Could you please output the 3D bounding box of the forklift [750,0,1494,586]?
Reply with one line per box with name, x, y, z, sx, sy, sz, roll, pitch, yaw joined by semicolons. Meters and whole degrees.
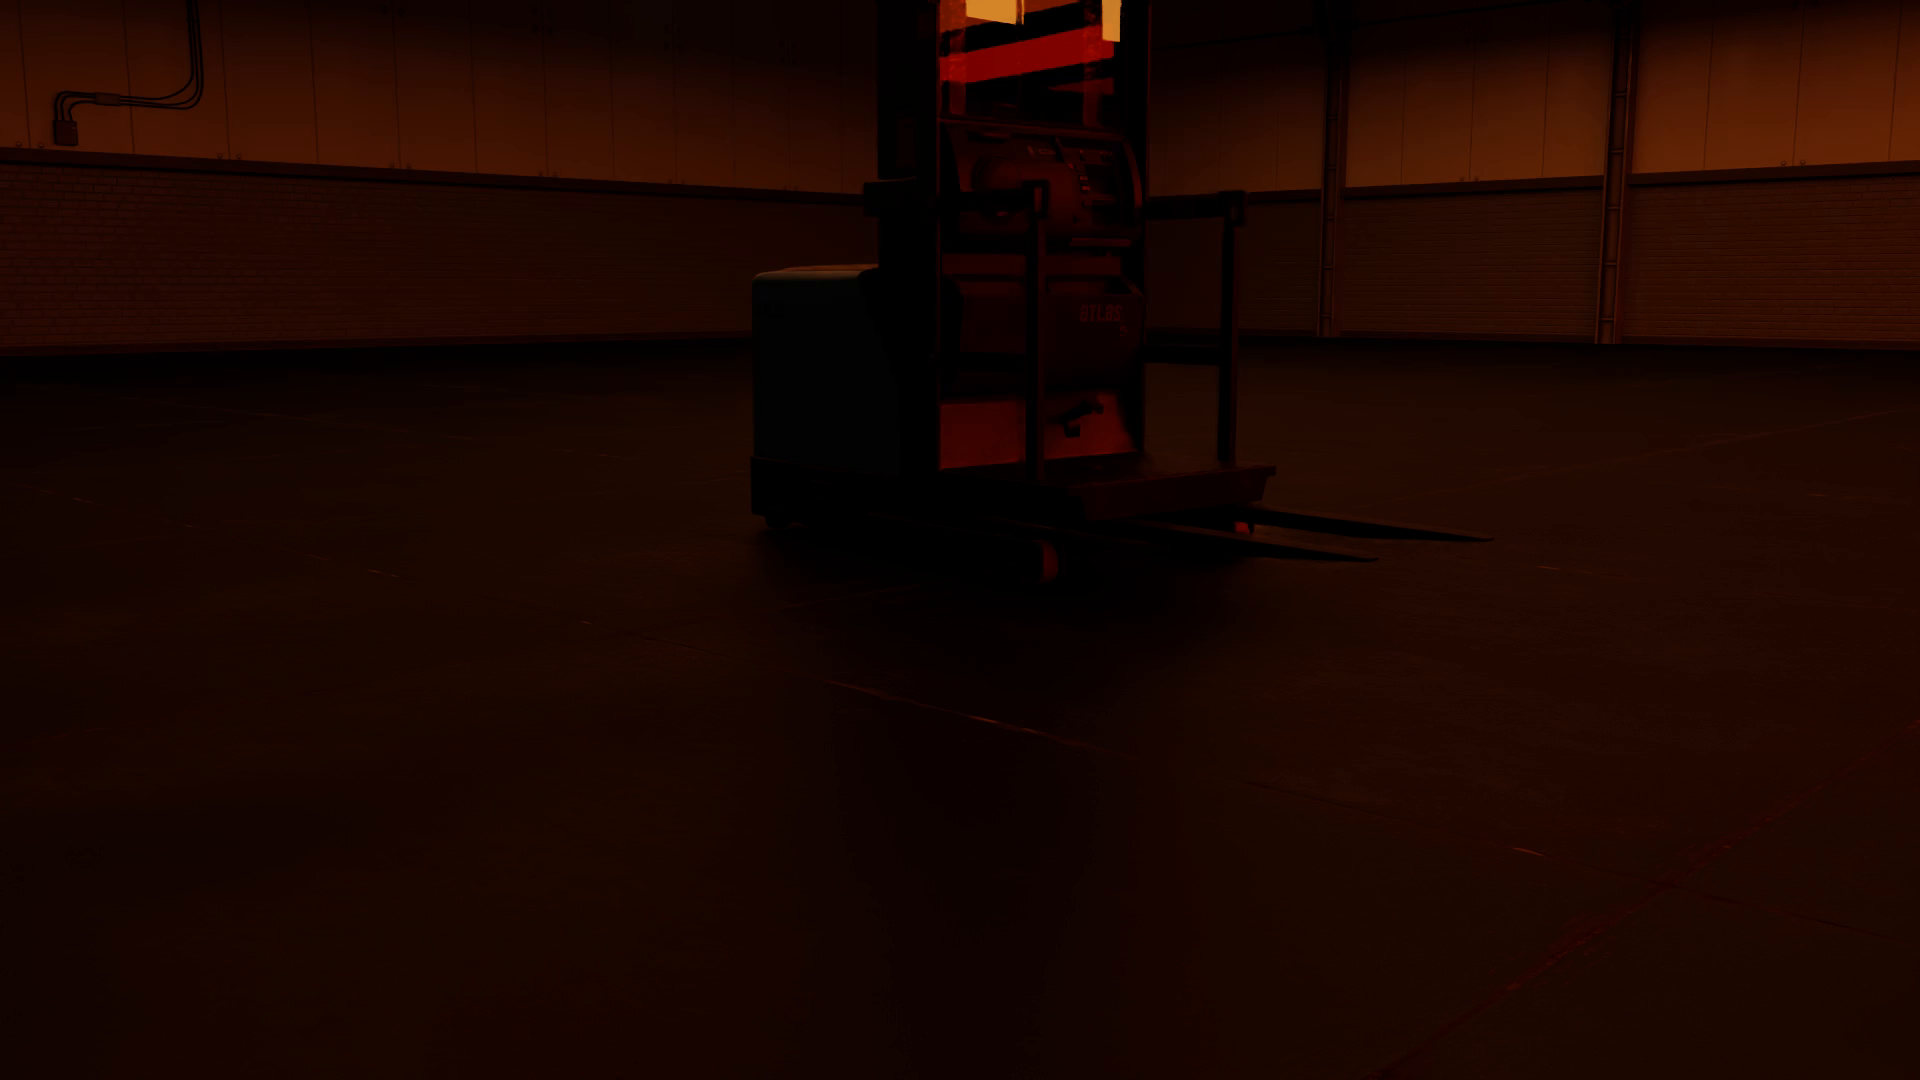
forklift;0.457;-1.375;6.004;1.130;2.935;3.031;-7;11;-40
